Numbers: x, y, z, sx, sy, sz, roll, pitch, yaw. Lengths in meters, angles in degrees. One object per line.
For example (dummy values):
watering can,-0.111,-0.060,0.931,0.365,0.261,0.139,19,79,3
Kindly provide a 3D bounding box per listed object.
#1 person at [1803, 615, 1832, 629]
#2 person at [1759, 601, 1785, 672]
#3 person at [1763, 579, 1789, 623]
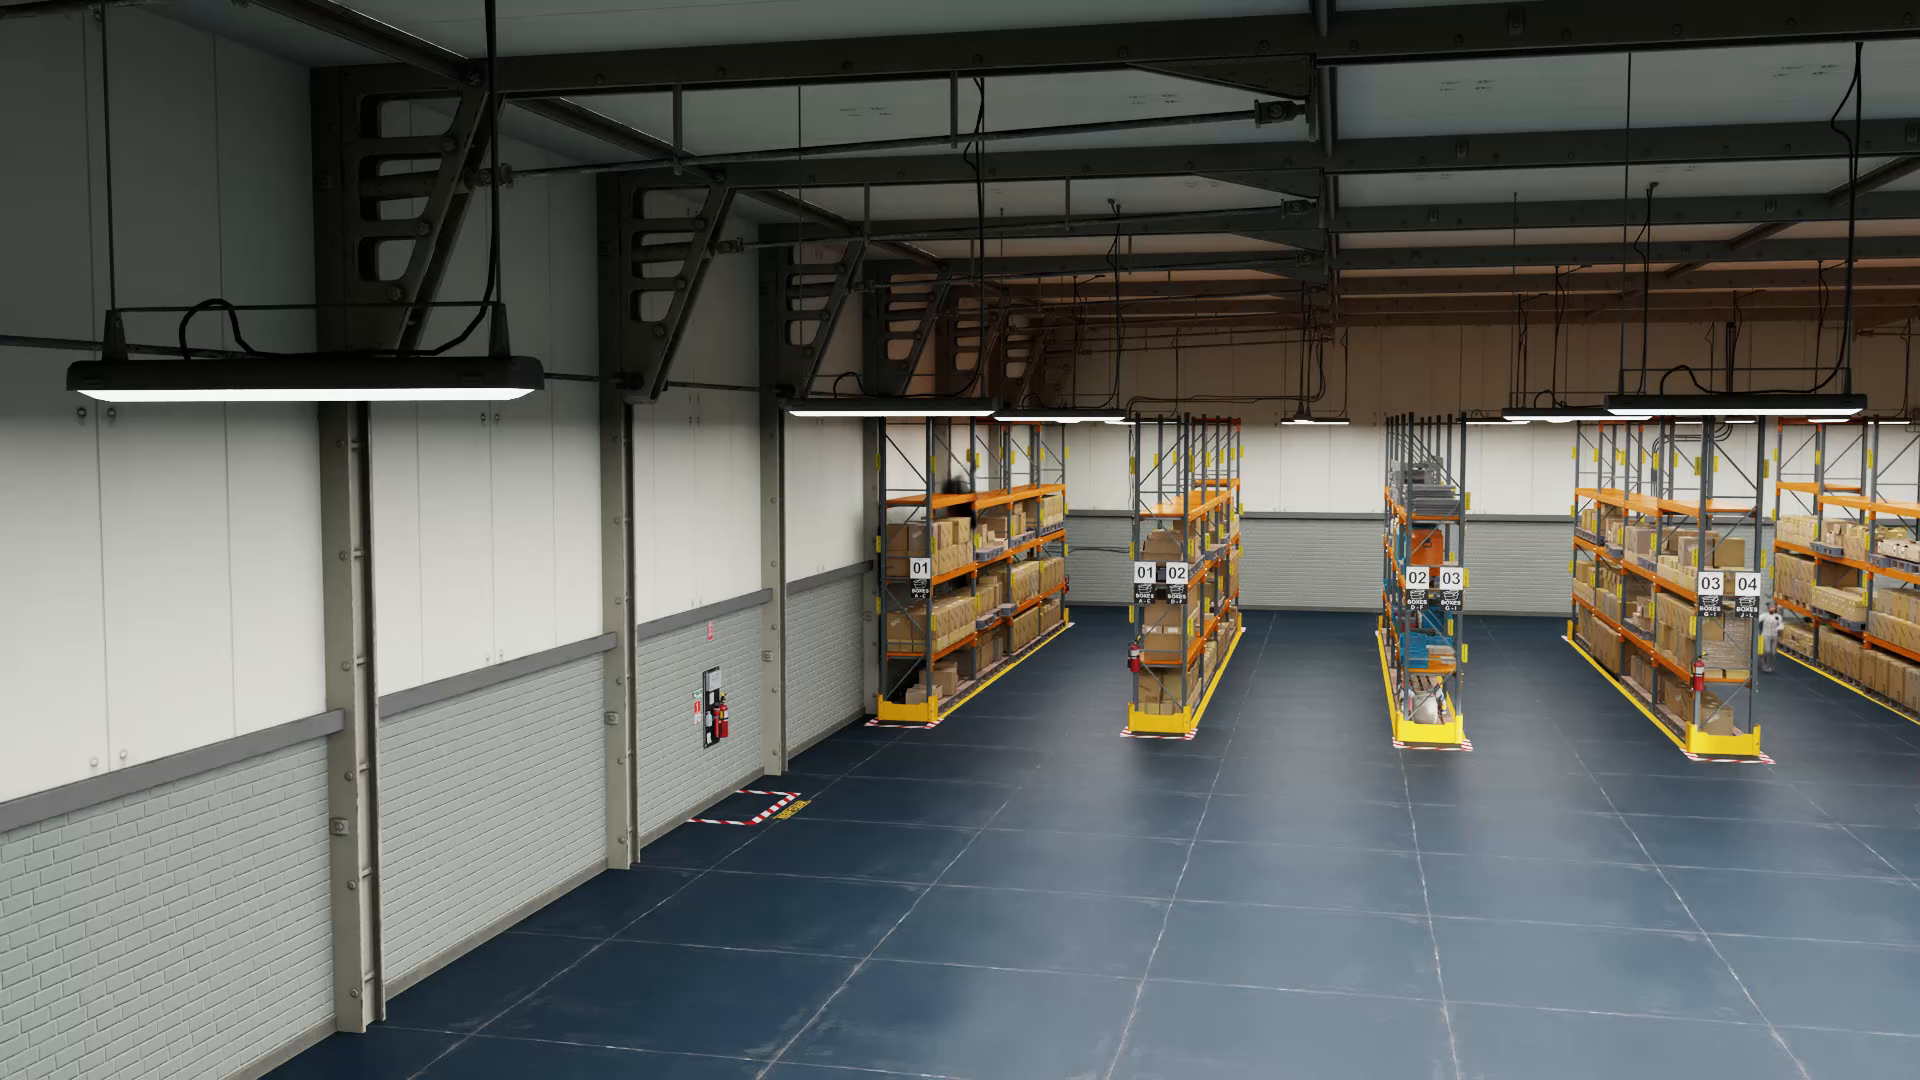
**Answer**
person,22.952,1.866,44.521,0.783,1.757,0.755,-2,5,-33
person,18.871,2.256,38.719,0.593,1.670,0.636,1,4,12
person,22.064,1.811,44.762,0.881,1.812,0.707,1,4,14
